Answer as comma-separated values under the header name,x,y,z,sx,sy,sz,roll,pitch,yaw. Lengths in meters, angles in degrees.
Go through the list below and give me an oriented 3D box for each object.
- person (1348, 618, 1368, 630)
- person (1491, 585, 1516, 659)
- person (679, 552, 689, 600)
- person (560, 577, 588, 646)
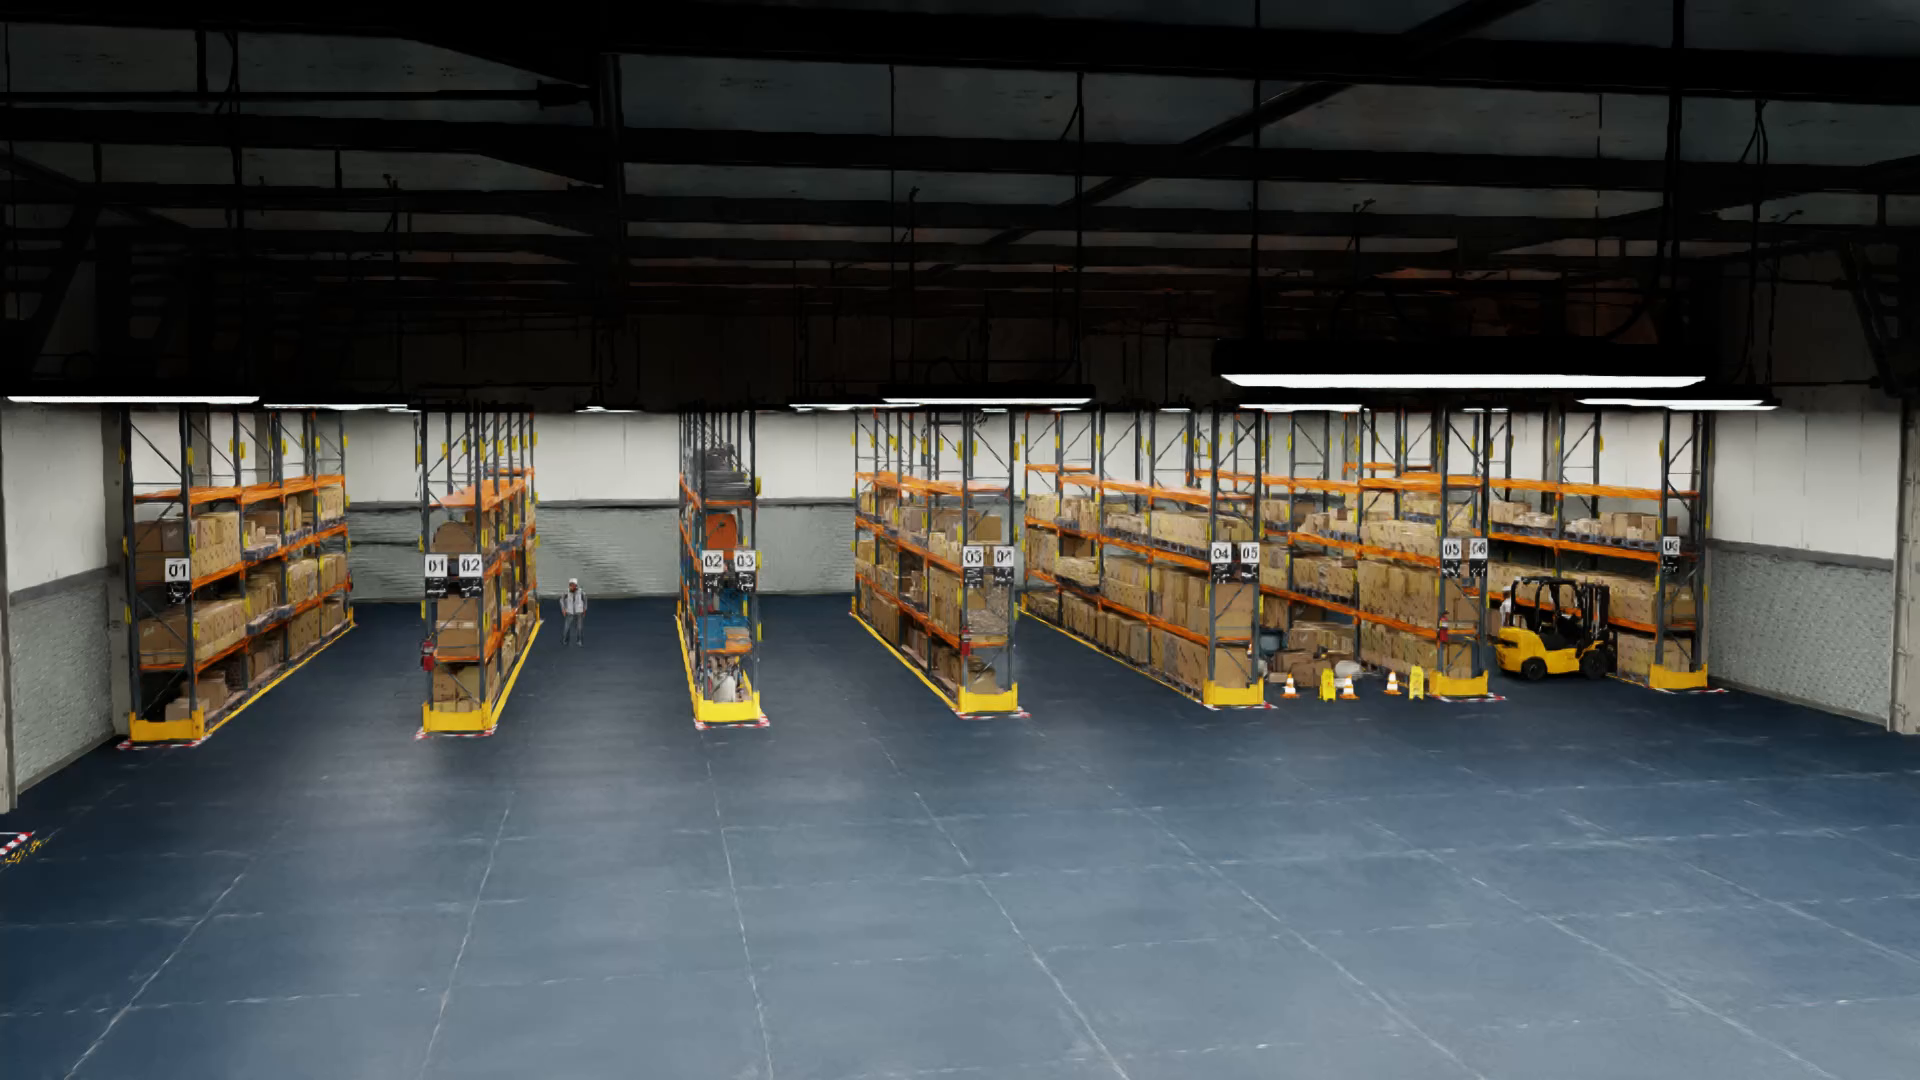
name,x,y,z,sx,sy,sz,roll,pitch,yaw
person,10.569,1.485,44.188,0.629,1.773,0.677,1,4,17
person,12.609,1.928,38.436,0.576,1.764,0.664,1,4,16
person,-8.361,1.080,50.834,0.443,1.586,1.001,0,4,-1
person,-9.544,1.768,41.104,0.677,1.726,0.574,-1,4,-13
